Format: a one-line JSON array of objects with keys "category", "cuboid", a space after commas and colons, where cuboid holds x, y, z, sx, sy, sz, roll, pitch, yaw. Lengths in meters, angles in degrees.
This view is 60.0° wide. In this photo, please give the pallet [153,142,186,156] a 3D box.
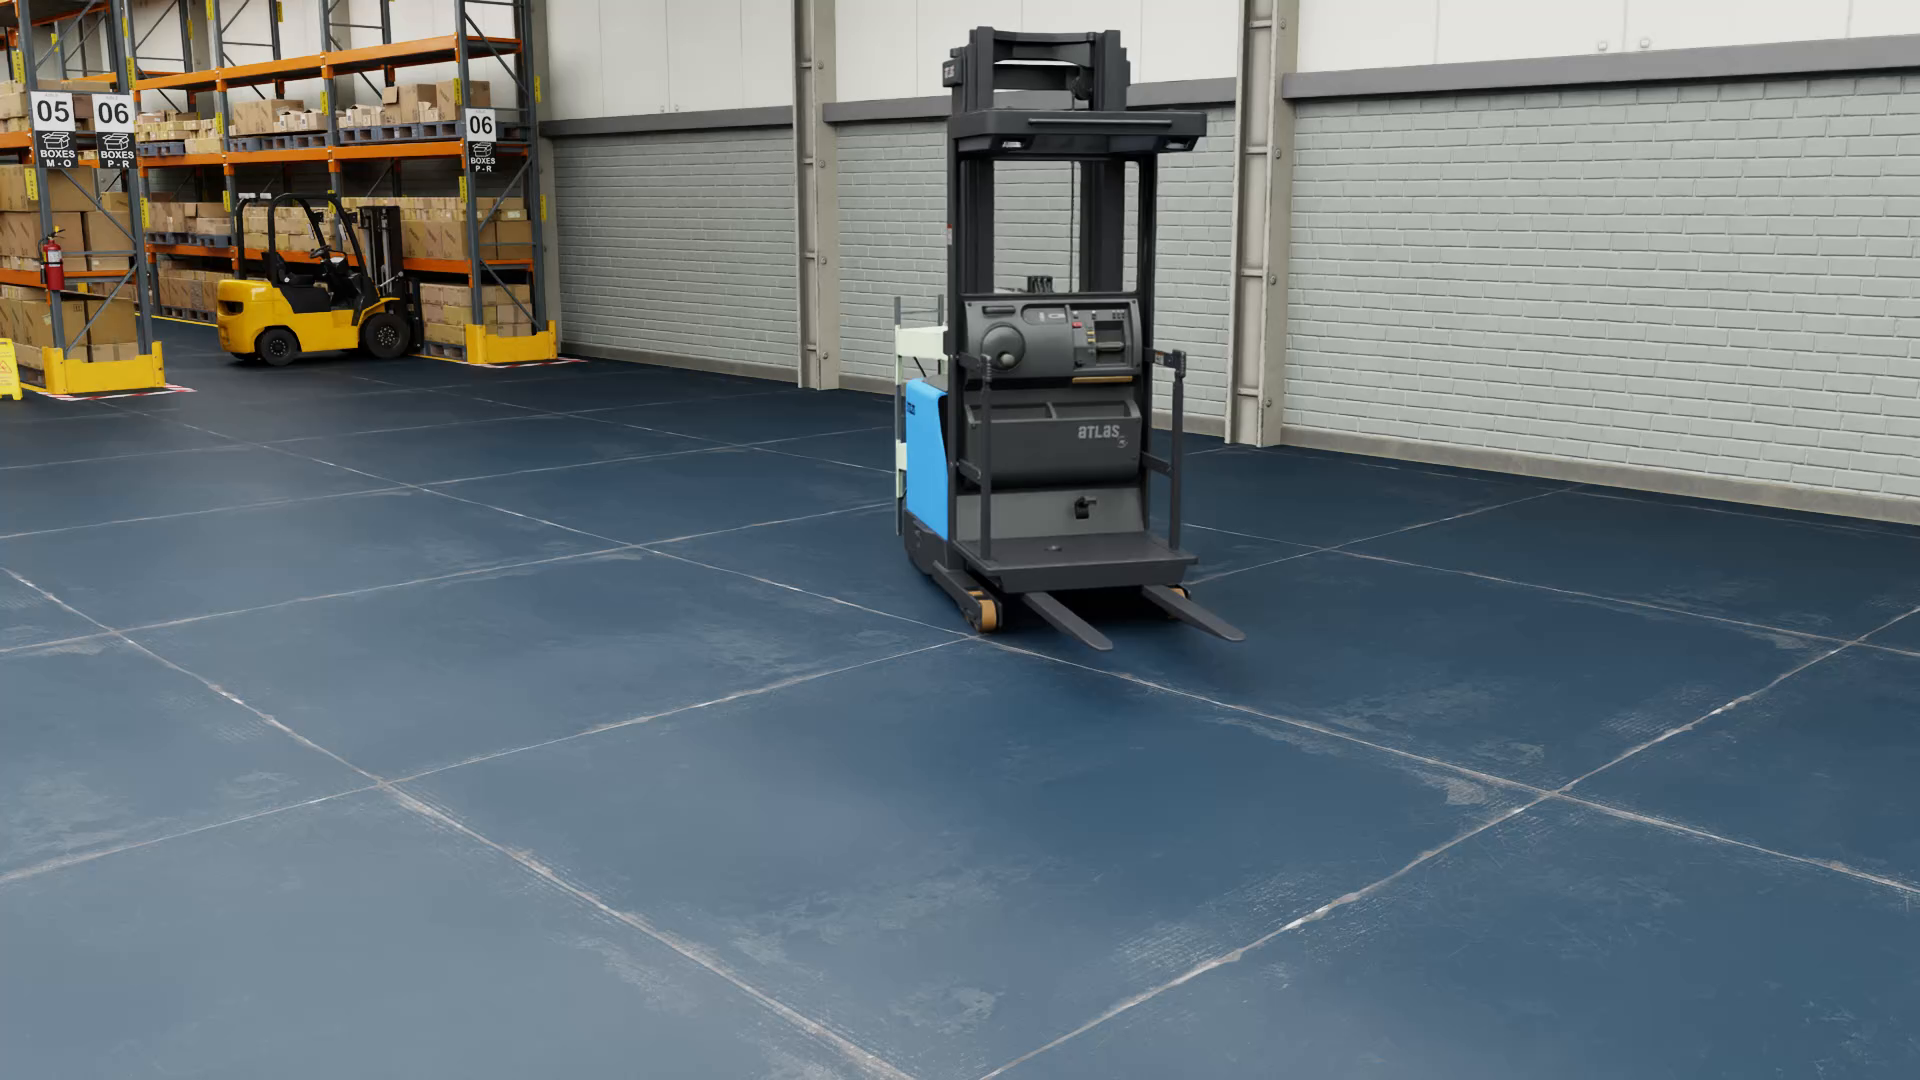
[{"category": "pallet", "cuboid": [-13.068, -6.710, 28.578, 1.213, 0.211, 1.003, -11, 16, -43]}]

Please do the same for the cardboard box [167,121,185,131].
[{"category": "cardboard box", "cuboid": [-13.191, -7.014, 28.184, 0.380, 0.149, 0.250, -11, 16, -42]}]

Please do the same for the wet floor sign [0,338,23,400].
[{"category": "wet floor sign", "cuboid": [-10.129, -1.815, 17.622, 0.267, 0.644, 0.232, -5, 13, -23]}]

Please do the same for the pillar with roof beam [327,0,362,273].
[{"category": "pillar with roof beam", "cuboid": [-12.985, -7.279, 23.439, 9.100, 9.000, 0.400, -11, 16, -43]}]

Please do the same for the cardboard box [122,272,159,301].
[{"category": "cardboard box", "cuboid": [-15.316, -4.770, 31.282, 0.500, 0.500, 0.700, 11, 16, 43]}]

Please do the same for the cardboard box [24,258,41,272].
[{"category": "cardboard box", "cuboid": [-10.155, -3.068, 18.493, 0.380, 0.149, 0.250, -11, 16, -43]}]

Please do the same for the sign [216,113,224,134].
[{"category": "sign", "cuboid": [-11.818, -6.652, 26.550, 0.100, 0.325, 0.005, -11, 16, -43]}]

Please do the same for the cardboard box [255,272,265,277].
[{"category": "cardboard box", "cuboid": [-11.723, -4.466, 28.201, 0.380, 0.149, 0.250, -10, 15, -41]}]

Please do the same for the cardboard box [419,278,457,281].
[{"category": "cardboard box", "cuboid": [-7.481, -3.577, 23.637, 0.500, 0.250, 0.500, -11, 16, -42]}]

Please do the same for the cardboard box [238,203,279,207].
[{"category": "cardboard box", "cuboid": [-11.666, -5.356, 27.688, 0.500, 0.500, 0.500, -10, 15, -40]}]

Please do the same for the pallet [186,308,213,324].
[{"category": "pallet", "cuboid": [-12.750, -3.931, 28.970, 1.003, 0.211, 1.213, -11, 16, -43]}]

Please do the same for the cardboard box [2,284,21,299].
[{"category": "cardboard box", "cuboid": [-10.883, -2.890, 19.311, 0.380, 0.149, 0.250, -10, 15, -40]}]

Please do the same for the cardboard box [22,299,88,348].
[{"category": "cardboard box", "cuboid": [-10.228, -2.452, 18.794, 0.500, 0.500, 0.500, -11, 16, -42]}]

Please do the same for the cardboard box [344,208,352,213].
[{"category": "cardboard box", "cuboid": [-8.632, -4.705, 23.957, 0.380, 0.149, 0.250, -11, 16, -43]}]

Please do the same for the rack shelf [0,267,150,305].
[{"category": "rack shelf", "cuboid": [-10.868, -3.085, 19.732, 1.077, 0.370, 4.000, -11, 16, -43]}]

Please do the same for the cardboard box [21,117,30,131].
[{"category": "cardboard box", "cuboid": [-9.935, -4.504, 18.029, 0.380, 0.149, 0.250, -11, 16, -42]}]

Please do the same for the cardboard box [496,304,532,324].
[{"category": "cardboard box", "cuboid": [-6.074, -3.039, 22.261, 0.500, 0.250, 0.500, -11, 16, -42]}]

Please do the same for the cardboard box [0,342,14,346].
[{"category": "cardboard box", "cuboid": [-10.957, -2.237, 19.608, 0.500, 0.250, 0.500, 11, 16, 43]}]

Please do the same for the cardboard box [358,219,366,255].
[{"category": "cardboard box", "cuboid": [-8.172, -4.295, 23.578, 0.500, 0.500, 0.500, -11, 16, -42]}]

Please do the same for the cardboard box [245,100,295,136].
[{"category": "cardboard box", "cuboid": [-10.679, -6.578, 25.937, 0.700, 0.500, 0.500, -11, 16, -44]}]

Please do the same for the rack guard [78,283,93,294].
[{"category": "rack guard", "cuboid": [-16.896, -4.937, 33.135, 1.175, 0.500, 0.348, -11, 16, -43]}]

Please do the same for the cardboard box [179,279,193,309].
[{"category": "cardboard box", "cuboid": [-13.298, -4.318, 29.092, 0.500, 0.500, 0.500, 11, 16, 43]}]

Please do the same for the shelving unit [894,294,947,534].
[{"category": "shelving unit", "cuboid": [-0.006, -0.745, 10.308, 0.431, 1.500, 0.755, -11, 16, -42]}]

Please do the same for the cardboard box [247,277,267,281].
[{"category": "cardboard box", "cuboid": [-11.003, -3.954, 27.016, 0.875, 0.625, 0.625, -10, 15, -41]}]

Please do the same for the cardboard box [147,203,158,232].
[{"category": "cardboard box", "cuboid": [-14.014, -5.741, 29.557, 0.700, 0.500, 0.500, -10, 16, -41]}]

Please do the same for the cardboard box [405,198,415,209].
[{"category": "cardboard box", "cuboid": [-7.253, -4.545, 22.445, 0.380, 0.149, 0.250, -10, 16, -41]}]

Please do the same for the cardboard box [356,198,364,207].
[{"category": "cardboard box", "cuboid": [-8.397, -4.822, 23.792, 0.380, 0.149, 0.250, -11, 16, -42]}]

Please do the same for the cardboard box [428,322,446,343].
[{"category": "cardboard box", "cuboid": [-6.789, -2.795, 22.316, 0.500, 0.250, 0.500, -11, 16, -43]}]

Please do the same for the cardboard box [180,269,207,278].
[{"category": "cardboard box", "cuboid": [-13.499, -4.695, 29.311, 0.380, 0.149, 0.250, -11, 16, -44]}]

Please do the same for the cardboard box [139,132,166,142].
[{"category": "cardboard box", "cuboid": [-14.114, -7.048, 29.086, 0.380, 0.149, 0.250, -11, 16, -42]}]

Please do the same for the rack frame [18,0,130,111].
[{"category": "rack frame", "cuboid": [-9.487, -6.083, 17.638, 1.000, 3.000, 0.127, -11, 16, -43]}]

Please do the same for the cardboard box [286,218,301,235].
[{"category": "cardboard box", "cuboid": [-9.895, -4.778, 25.302, 0.500, 0.250, 0.500, -10, 16, -41]}]

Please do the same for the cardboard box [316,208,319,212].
[{"category": "cardboard box", "cuboid": [-9.380, -4.885, 24.832, 0.380, 0.149, 0.250, -11, 16, -43]}]

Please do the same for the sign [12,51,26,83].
[{"category": "sign", "cuboid": [-9.902, -4.973, 17.490, 0.100, 0.325, 0.005, -11, 16, -43]}]

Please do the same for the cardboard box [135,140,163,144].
[{"category": "cardboard box", "cuboid": [-14.701, -7.165, 29.958, 0.500, 0.250, 0.500, -11, 16, -42]}]

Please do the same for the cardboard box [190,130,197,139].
[{"category": "cardboard box", "cuboid": [-12.712, -6.805, 27.960, 0.380, 0.149, 0.250, -10, 15, -41]}]

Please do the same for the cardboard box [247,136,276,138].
[{"category": "cardboard box", "cuboid": [-11.503, -6.682, 27.363, 0.380, 0.149, 0.250, -11, 16, -42]}]

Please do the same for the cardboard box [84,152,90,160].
[{"category": "cardboard box", "cuboid": [-16.434, -7.314, 31.669, 0.380, 0.149, 0.250, -10, 16, -41]}]

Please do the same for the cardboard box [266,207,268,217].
[{"category": "cardboard box", "cuboid": [-10.651, -5.142, 26.082, 0.380, 0.149, 0.250, -11, 16, -42]}]

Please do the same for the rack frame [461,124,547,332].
[{"category": "rack frame", "cuboid": [-5.899, -3.837, 21.603, 1.000, 3.000, 0.127, -11, 16, -43]}]

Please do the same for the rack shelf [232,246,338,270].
[{"category": "rack shelf", "cuboid": [-10.043, -4.361, 25.926, 1.077, 0.370, 4.000, -11, 16, -43]}]

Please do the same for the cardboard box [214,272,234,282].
[{"category": "cardboard box", "cuboid": [-12.309, -4.421, 27.982, 0.250, 0.149, 0.380, 11, 16, 43]}]

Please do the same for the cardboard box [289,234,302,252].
[{"category": "cardboard box", "cuboid": [-9.871, -4.534, 25.357, 0.500, 0.250, 0.500, -11, 16, -42]}]

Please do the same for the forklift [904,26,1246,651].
[{"category": "forklift", "cuboid": [0.537, -1.065, 8.316, 1.130, 2.935, 3.031, -3, 12, -14]}]

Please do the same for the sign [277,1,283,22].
[{"category": "sign", "cuboid": [-11.025, -8.556, 26.932, 0.100, 0.325, 0.005, -11, 16, -43]}]

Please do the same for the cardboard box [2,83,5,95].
[{"category": "cardboard box", "cuboid": [-10.411, -5.012, 18.517, 0.380, 0.149, 0.250, -11, 16, -42]}]

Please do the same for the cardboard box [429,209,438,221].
[{"category": "cardboard box", "cuboid": [-6.837, -4.333, 22.153, 0.380, 0.149, 0.250, -11, 16, -43]}]

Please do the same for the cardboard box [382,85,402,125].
[{"category": "cardboard box", "cuboid": [-7.392, -5.896, 22.620, 0.797, 0.503, 0.637, -10, 15, -41]}]

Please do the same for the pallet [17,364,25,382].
[{"category": "pallet", "cuboid": [-10.913, -2.092, 20.042, 1.003, 0.211, 1.213, -11, 16, -43]}]
